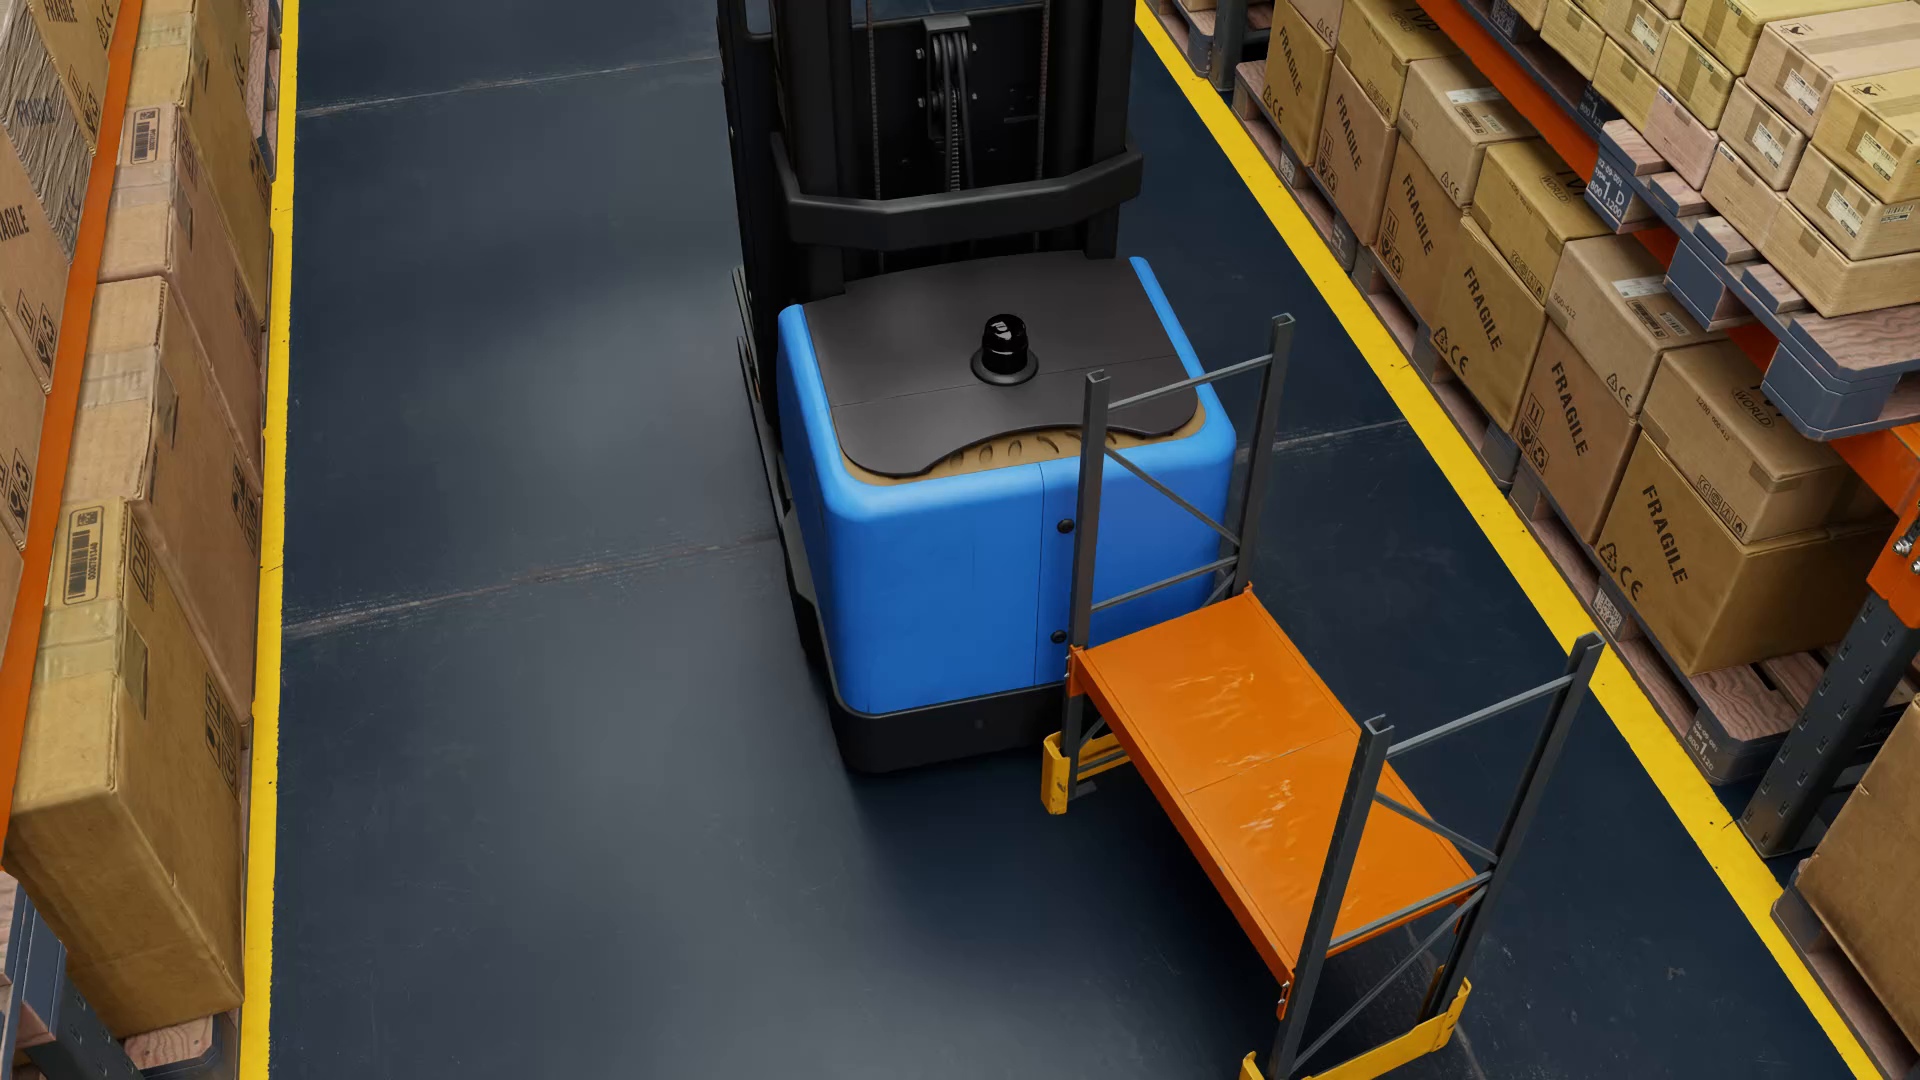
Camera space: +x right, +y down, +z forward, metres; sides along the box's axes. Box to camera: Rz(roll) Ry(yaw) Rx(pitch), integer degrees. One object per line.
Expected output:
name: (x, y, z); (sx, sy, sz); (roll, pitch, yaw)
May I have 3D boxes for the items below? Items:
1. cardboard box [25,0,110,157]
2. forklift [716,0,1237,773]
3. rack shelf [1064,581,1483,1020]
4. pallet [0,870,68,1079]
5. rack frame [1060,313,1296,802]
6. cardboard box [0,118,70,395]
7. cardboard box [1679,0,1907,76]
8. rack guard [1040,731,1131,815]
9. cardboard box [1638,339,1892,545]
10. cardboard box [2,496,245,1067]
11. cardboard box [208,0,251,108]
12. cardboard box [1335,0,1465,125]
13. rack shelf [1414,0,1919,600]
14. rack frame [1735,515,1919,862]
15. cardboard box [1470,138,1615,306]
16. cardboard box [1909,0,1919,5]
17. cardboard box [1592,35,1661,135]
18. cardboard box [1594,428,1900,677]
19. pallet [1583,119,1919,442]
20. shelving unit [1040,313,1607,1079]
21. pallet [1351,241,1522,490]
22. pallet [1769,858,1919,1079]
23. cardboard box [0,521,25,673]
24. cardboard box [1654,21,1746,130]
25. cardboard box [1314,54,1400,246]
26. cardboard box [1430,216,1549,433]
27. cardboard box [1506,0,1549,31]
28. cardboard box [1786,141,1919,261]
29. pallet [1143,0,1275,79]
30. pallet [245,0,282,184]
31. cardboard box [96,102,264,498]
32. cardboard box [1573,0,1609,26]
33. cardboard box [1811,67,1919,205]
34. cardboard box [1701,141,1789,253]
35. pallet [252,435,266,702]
cardboard box: (-2.605, -1.315, 4.369); (0.500, 0.500, 0.500); (-11, 47, -11)
forklift: (-0.143, -1.464, 4.633); (1.130, 2.935, 3.031); (-9, 46, -9)
rack shelf: (0.711, 0.568, 3.895); (0.538, 0.185, 1.000); (-18, 48, -17)
pallet: (-1.939, 1.046, 2.259); (1.213, 0.211, 1.003); (-11, 47, -10)
rack frame: (0.497, 0.112, 4.090); (0.500, 1.500, 0.032); (-18, 48, -17)
cardboard box: (-2.355, -0.623, 3.690); (0.500, 0.500, 0.500); (-11, 47, -11)
cardboard box: (1.898, -1.208, 3.799); (0.380, 0.149, 0.250); (-9, 46, -9)
rack guard: (0.498, 0.550, 4.536); (0.587, 0.250, 0.087); (-18, 48, -17)
cardboard box: (2.167, -0.290, 4.365); (0.500, 0.250, 0.500); (-12, 47, -11)
cardboard box: (-2.381, 0.622, 3.734); (1.225, 0.875, 0.875); (-13, 47, -12)
cardboard box: (-3.341, -2.129, 6.430); (0.875, 0.875, 0.875); (-11, 47, -10)
cardboard box: (1.644, -1.702, 5.749); (0.500, 0.250, 0.500); (-10, 46, -9)
rack shelf: (2.084, -1.460, 5.085); (1.077, 0.370, 4.000); (-11, 47, -10)
rack frame: (2.596, -0.331, 3.474); (1.000, 3.000, 0.127); (-11, 47, -10)
cardboard box: (1.912, -0.990, 5.052); (0.500, 0.250, 0.500); (-10, 46, -9)
cardboard box: (2.523, -1.235, 4.034); (0.380, 0.149, 0.250); (-12, 47, -12)
cardboard box: (1.837, -1.169, 4.177); (0.380, 0.149, 0.250); (-11, 47, -11)
cardboard box: (2.174, -0.010, 4.616); (0.500, 0.500, 0.500); (-11, 47, -11)
pallet: (2.310, -0.737, 4.006); (1.213, 0.211, 1.003); (-11, 47, -10)
shelving unit: (0.707, 0.436, 3.773); (0.587, 1.500, 1.083); (-18, 48, -17)
pallet: (2.088, -0.736, 5.823); (1.003, 0.211, 1.213); (-11, 47, -10)
pallet: (2.725, 1.203, 3.923); (1.003, 0.211, 1.213); (-11, 47, -10)
cardboard box: (-2.086, 0.086, 2.996); (0.500, 0.500, 0.500); (-9, 46, -9)
cardboard box: (1.889, -1.117, 3.918); (0.380, 0.149, 0.250); (-10, 46, -9)
cardboard box: (1.641, -1.441, 6.018); (0.500, 0.500, 0.500); (-9, 46, -9)
cardboard box: (1.894, -0.731, 5.322); (0.500, 0.500, 0.500); (-13, 47, -12)
cardboard box: (1.702, -1.533, 4.534); (0.380, 0.149, 0.250); (-9, 46, -9)
cardboard box: (2.029, -0.752, 3.561); (0.380, 0.149, 0.250); (-10, 46, -9)
pallet: (1.365, -2.574, 7.625); (1.003, 0.211, 1.213); (-11, 47, -10)
pallet: (-3.368, -1.819, 6.885); (1.003, 0.211, 1.213); (-11, 47, -10)
cardboard box: (-2.836, -0.604, 4.935); (1.225, 0.875, 0.875); (-12, 47, -12)
cardboard box: (1.764, -1.463, 4.257); (0.380, 0.149, 0.250); (-11, 47, -11)
cardboard box: (2.027, -0.853, 3.451); (0.380, 0.149, 0.250); (-12, 47, -12)
cardboard box: (1.963, -0.819, 3.834); (0.380, 0.149, 0.250); (-11, 47, -10)
pallet: (-2.663, 0.083, 5.021); (1.003, 0.211, 1.213); (-11, 47, -10)
